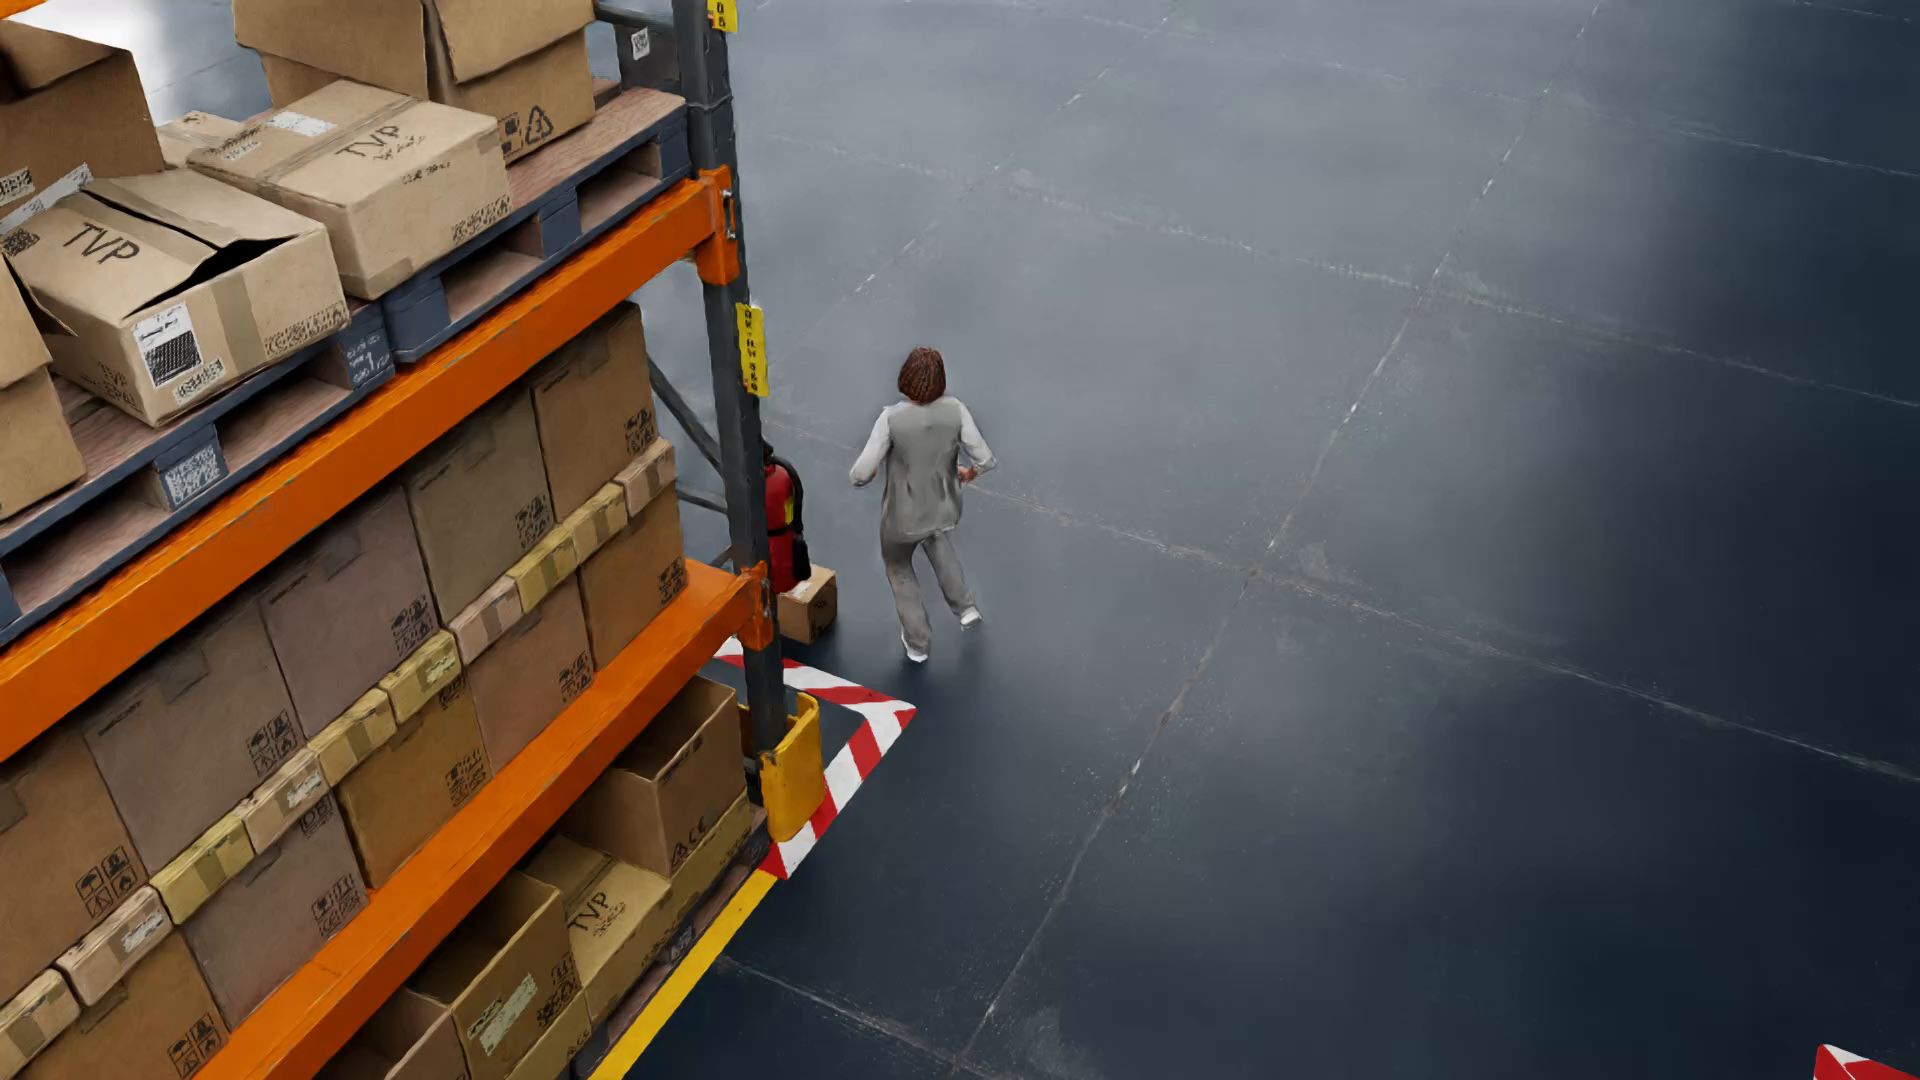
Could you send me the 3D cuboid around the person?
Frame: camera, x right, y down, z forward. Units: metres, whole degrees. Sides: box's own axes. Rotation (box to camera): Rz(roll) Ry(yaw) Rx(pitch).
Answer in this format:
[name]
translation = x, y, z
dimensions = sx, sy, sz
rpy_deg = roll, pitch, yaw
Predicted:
[person]
translation = -0.196, -0.148, 6.971
dimensions = 0.579, 1.568, 0.442
rpy_deg = -17, 42, -20
